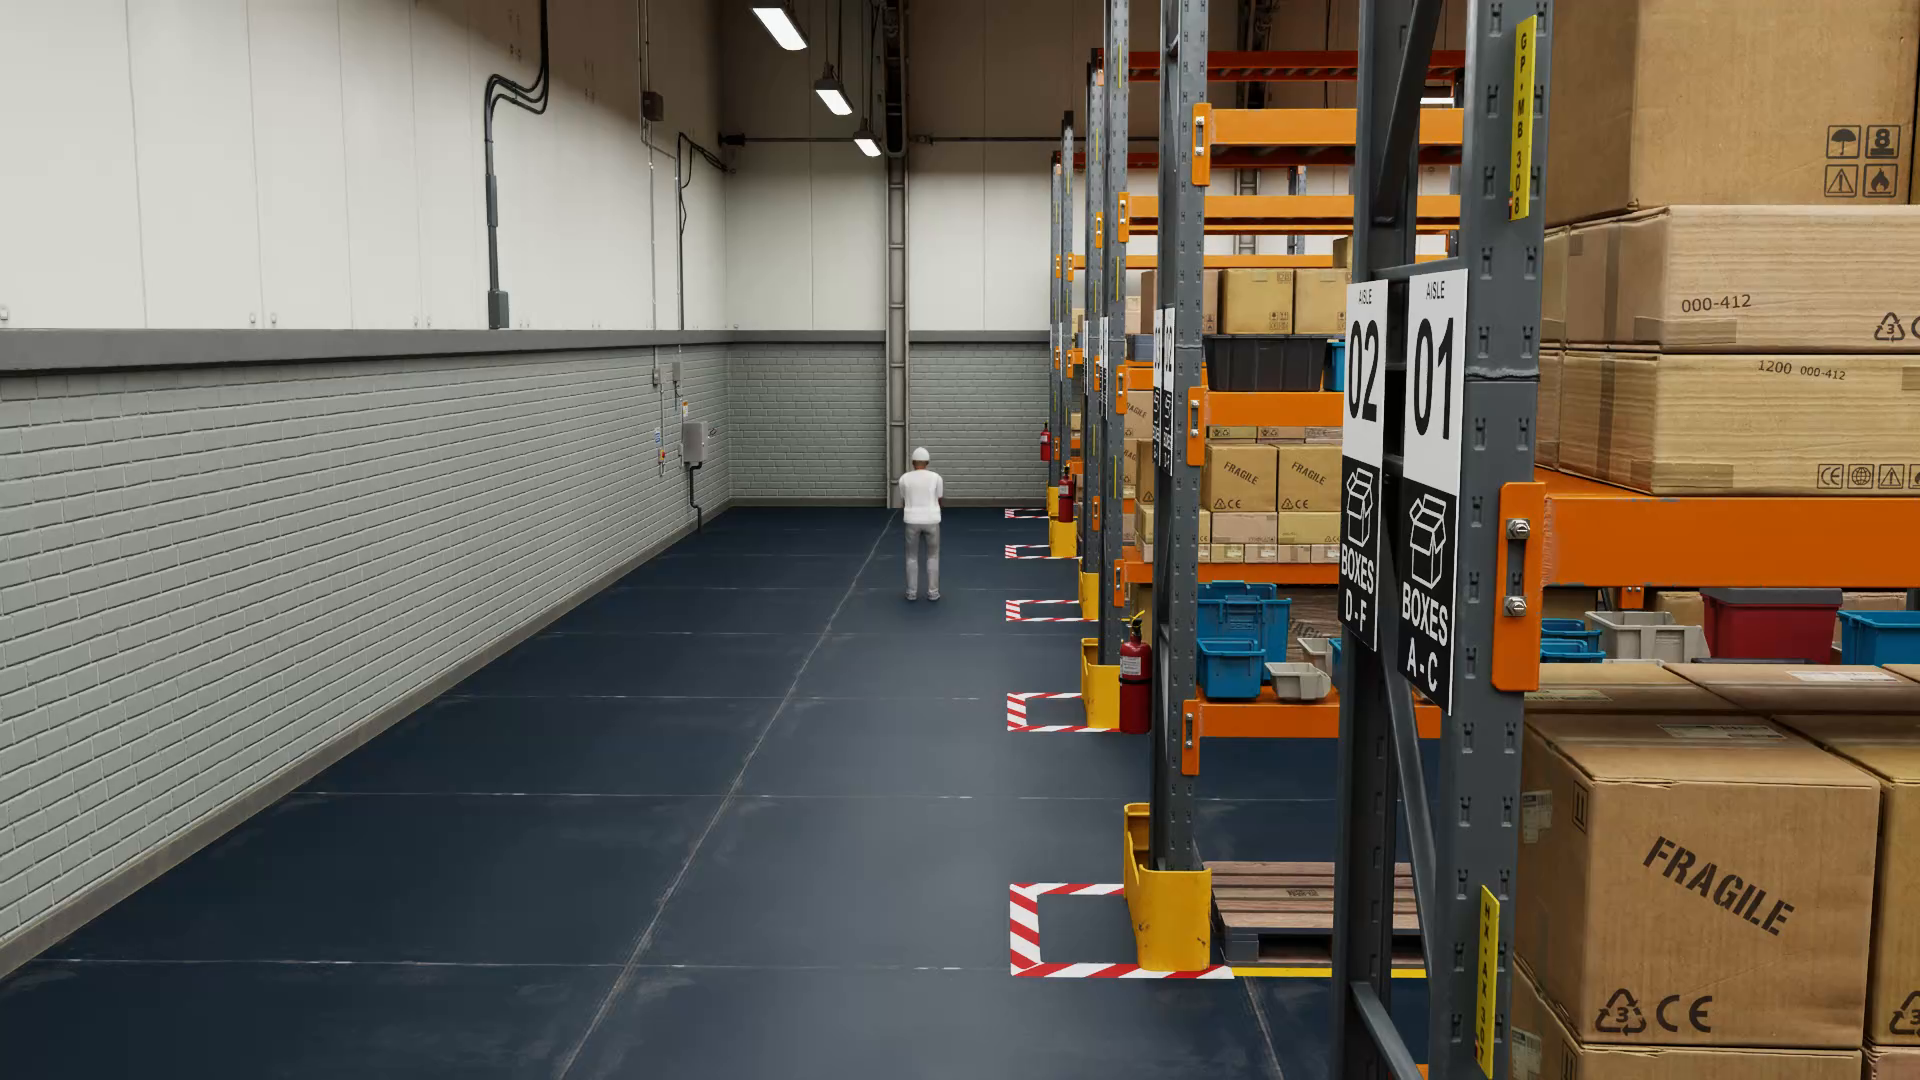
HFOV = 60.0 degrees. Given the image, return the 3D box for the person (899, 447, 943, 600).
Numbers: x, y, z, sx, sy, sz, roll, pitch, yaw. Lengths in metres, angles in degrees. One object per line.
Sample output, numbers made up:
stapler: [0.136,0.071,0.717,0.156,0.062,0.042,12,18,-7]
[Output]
person: [-0.447,-0.202,19.280,0.505,1.763,0.560,0,7,1]
